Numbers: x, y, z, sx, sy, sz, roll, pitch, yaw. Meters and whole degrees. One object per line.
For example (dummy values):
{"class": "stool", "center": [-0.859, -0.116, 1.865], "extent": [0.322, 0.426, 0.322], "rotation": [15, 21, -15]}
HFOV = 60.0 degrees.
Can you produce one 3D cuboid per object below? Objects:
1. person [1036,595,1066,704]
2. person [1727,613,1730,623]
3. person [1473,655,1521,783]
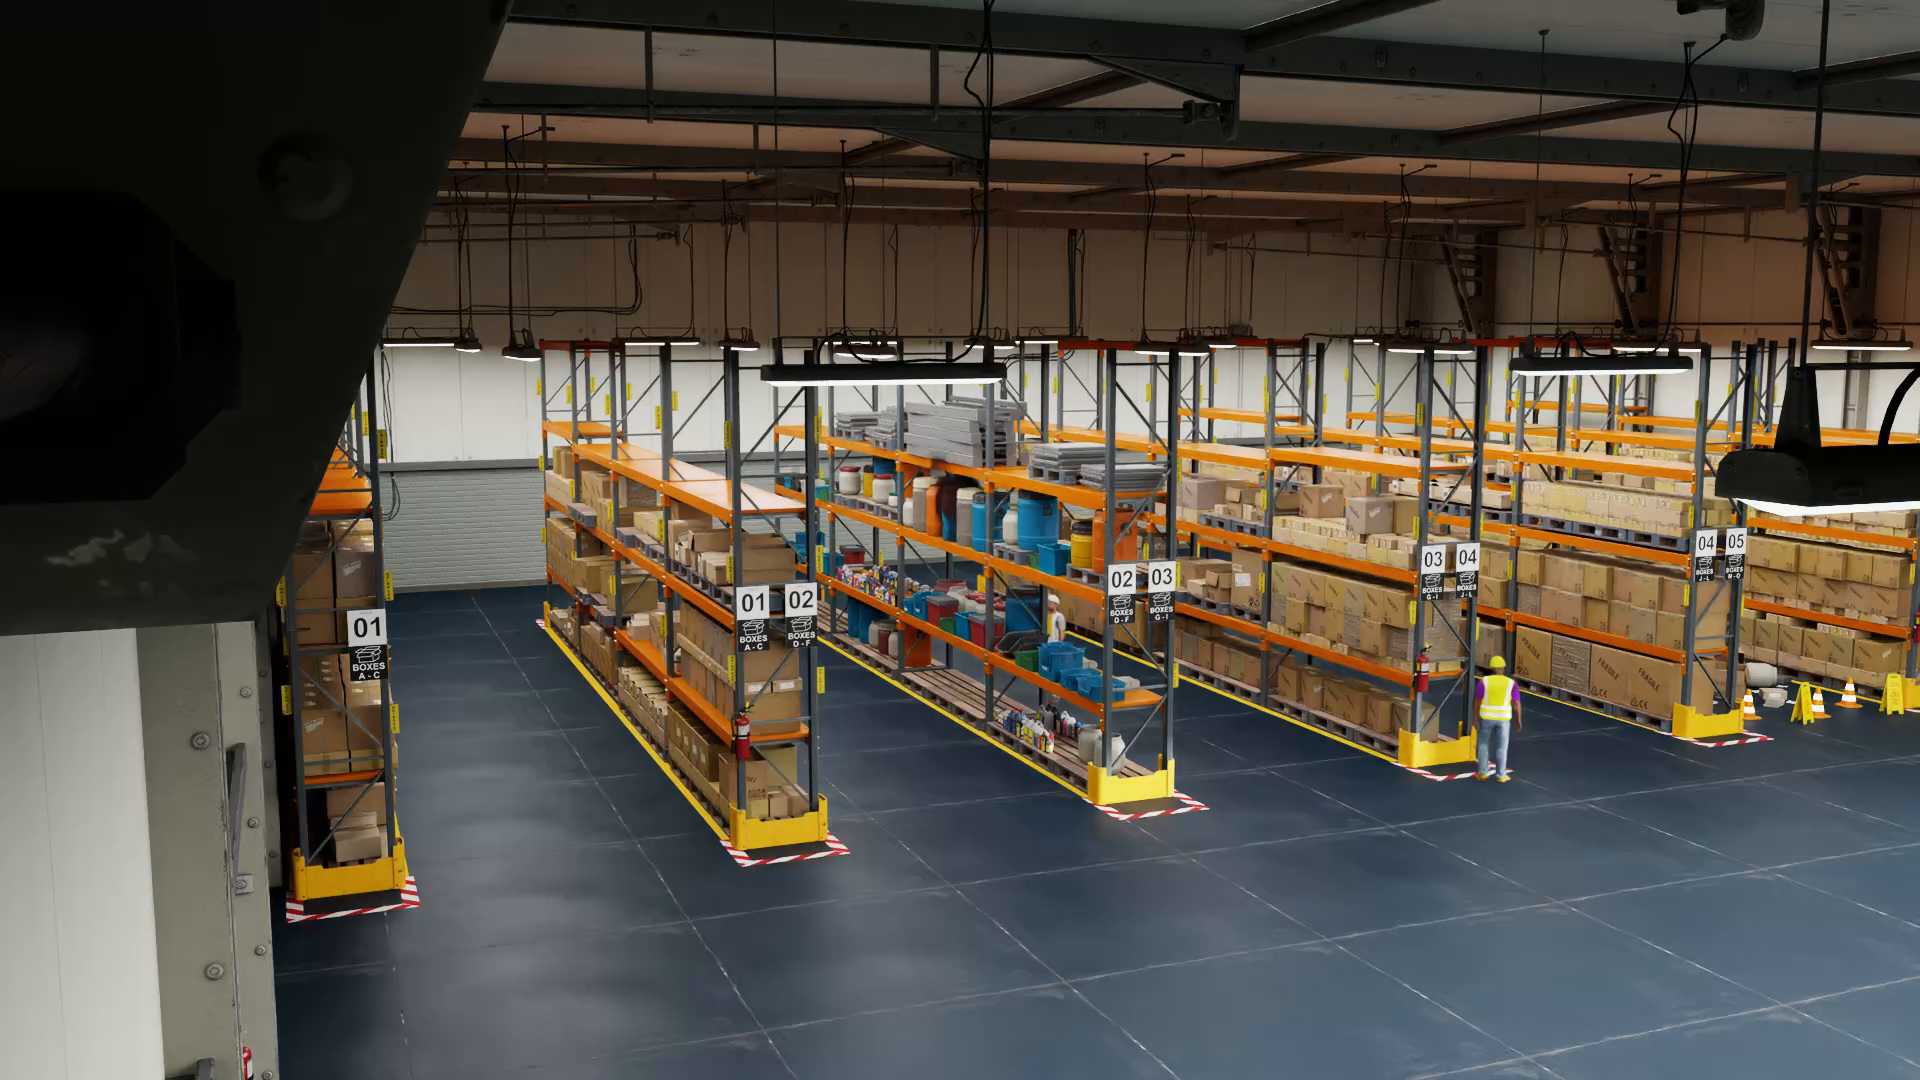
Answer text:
{"class": "person", "center": [1.470, 1.803, 27.626], "extent": [0.598, 1.789, 0.390], "rotation": [5, 9, 35]}
{"class": "person", "center": [15.867, 1.051, 34.256], "extent": [0.559, 1.670, 0.547], "rotation": [2, 8, 16]}
{"class": "person", "center": [7.439, 2.505, 23.016], "extent": [0.631, 1.842, 0.406], "rotation": [3, 8, 22]}
